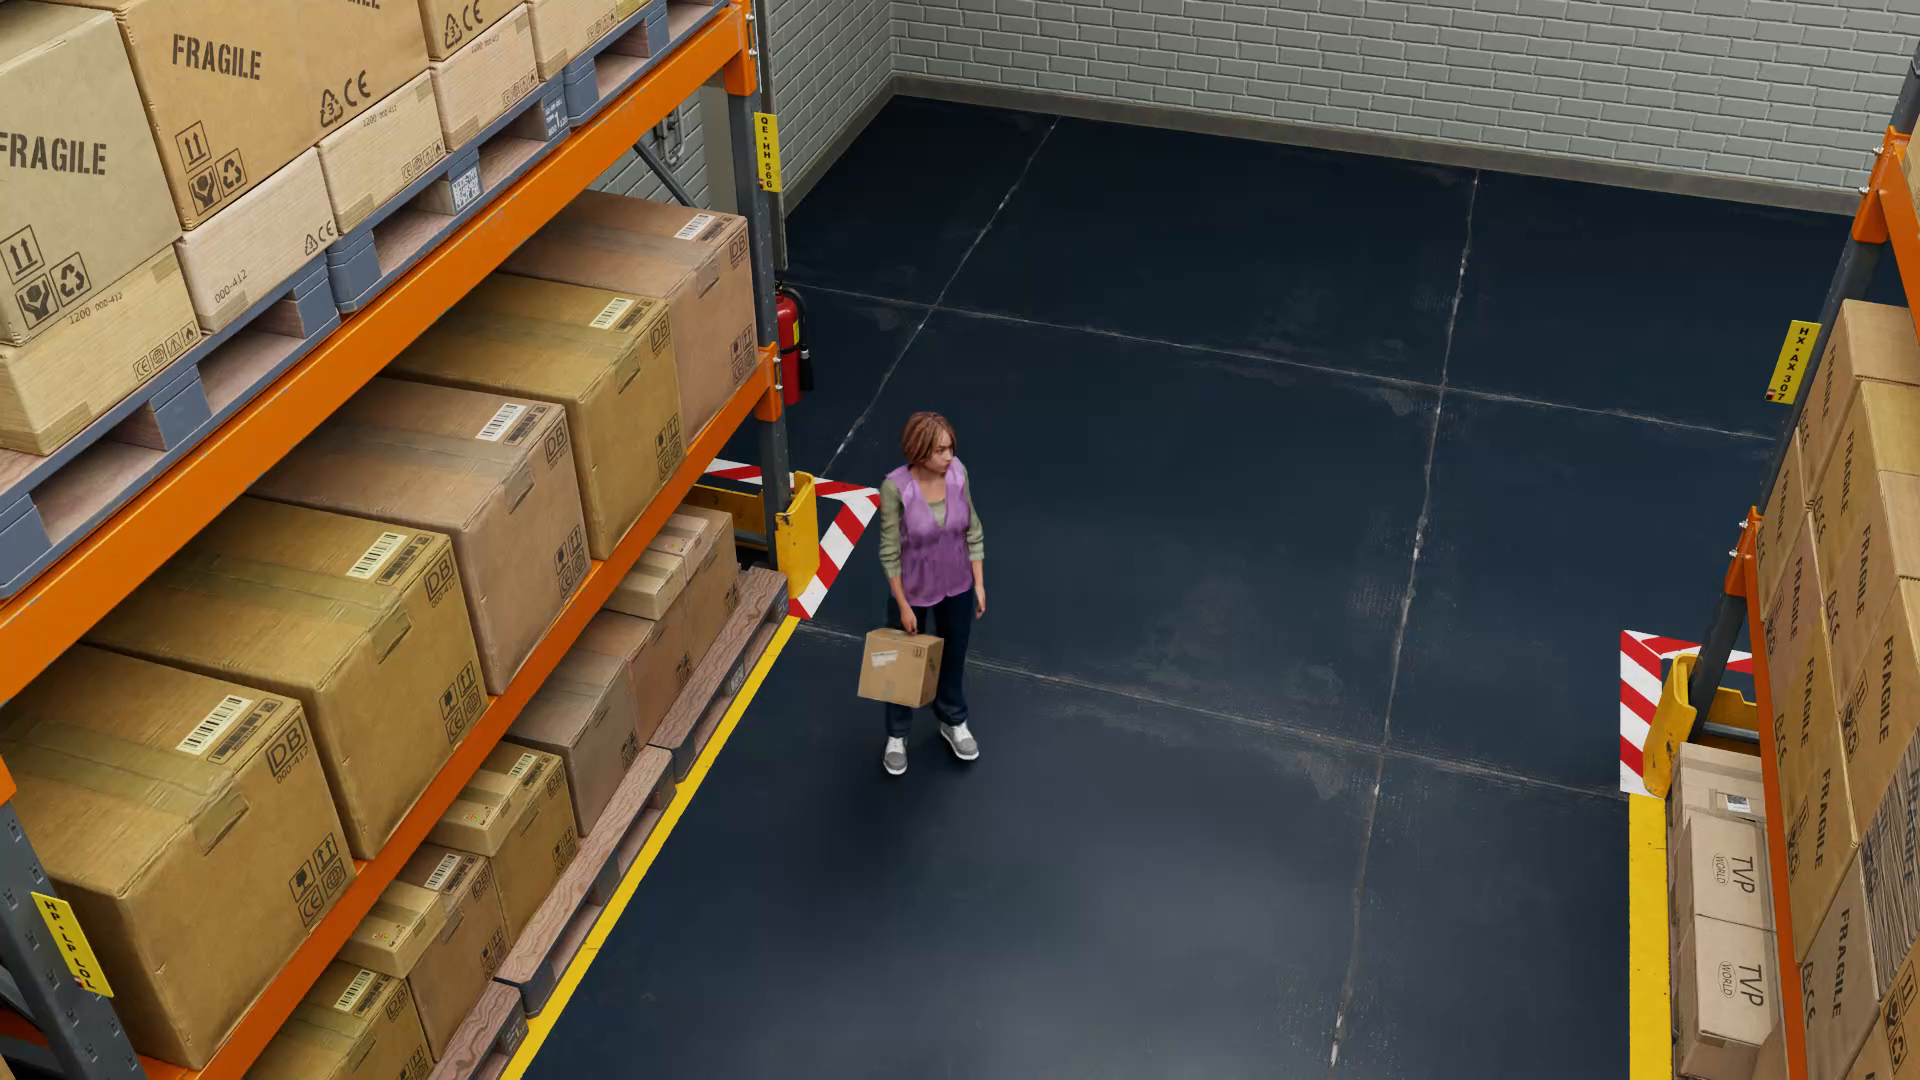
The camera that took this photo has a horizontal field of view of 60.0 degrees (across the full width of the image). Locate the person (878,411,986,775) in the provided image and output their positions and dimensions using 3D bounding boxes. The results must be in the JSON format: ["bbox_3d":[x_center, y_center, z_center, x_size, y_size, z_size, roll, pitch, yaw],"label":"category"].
[{"bbox_3d":[-0.121,0.227,6.575,0.486,1.606,0.423,-18,41,-22],"label":"person"}]
